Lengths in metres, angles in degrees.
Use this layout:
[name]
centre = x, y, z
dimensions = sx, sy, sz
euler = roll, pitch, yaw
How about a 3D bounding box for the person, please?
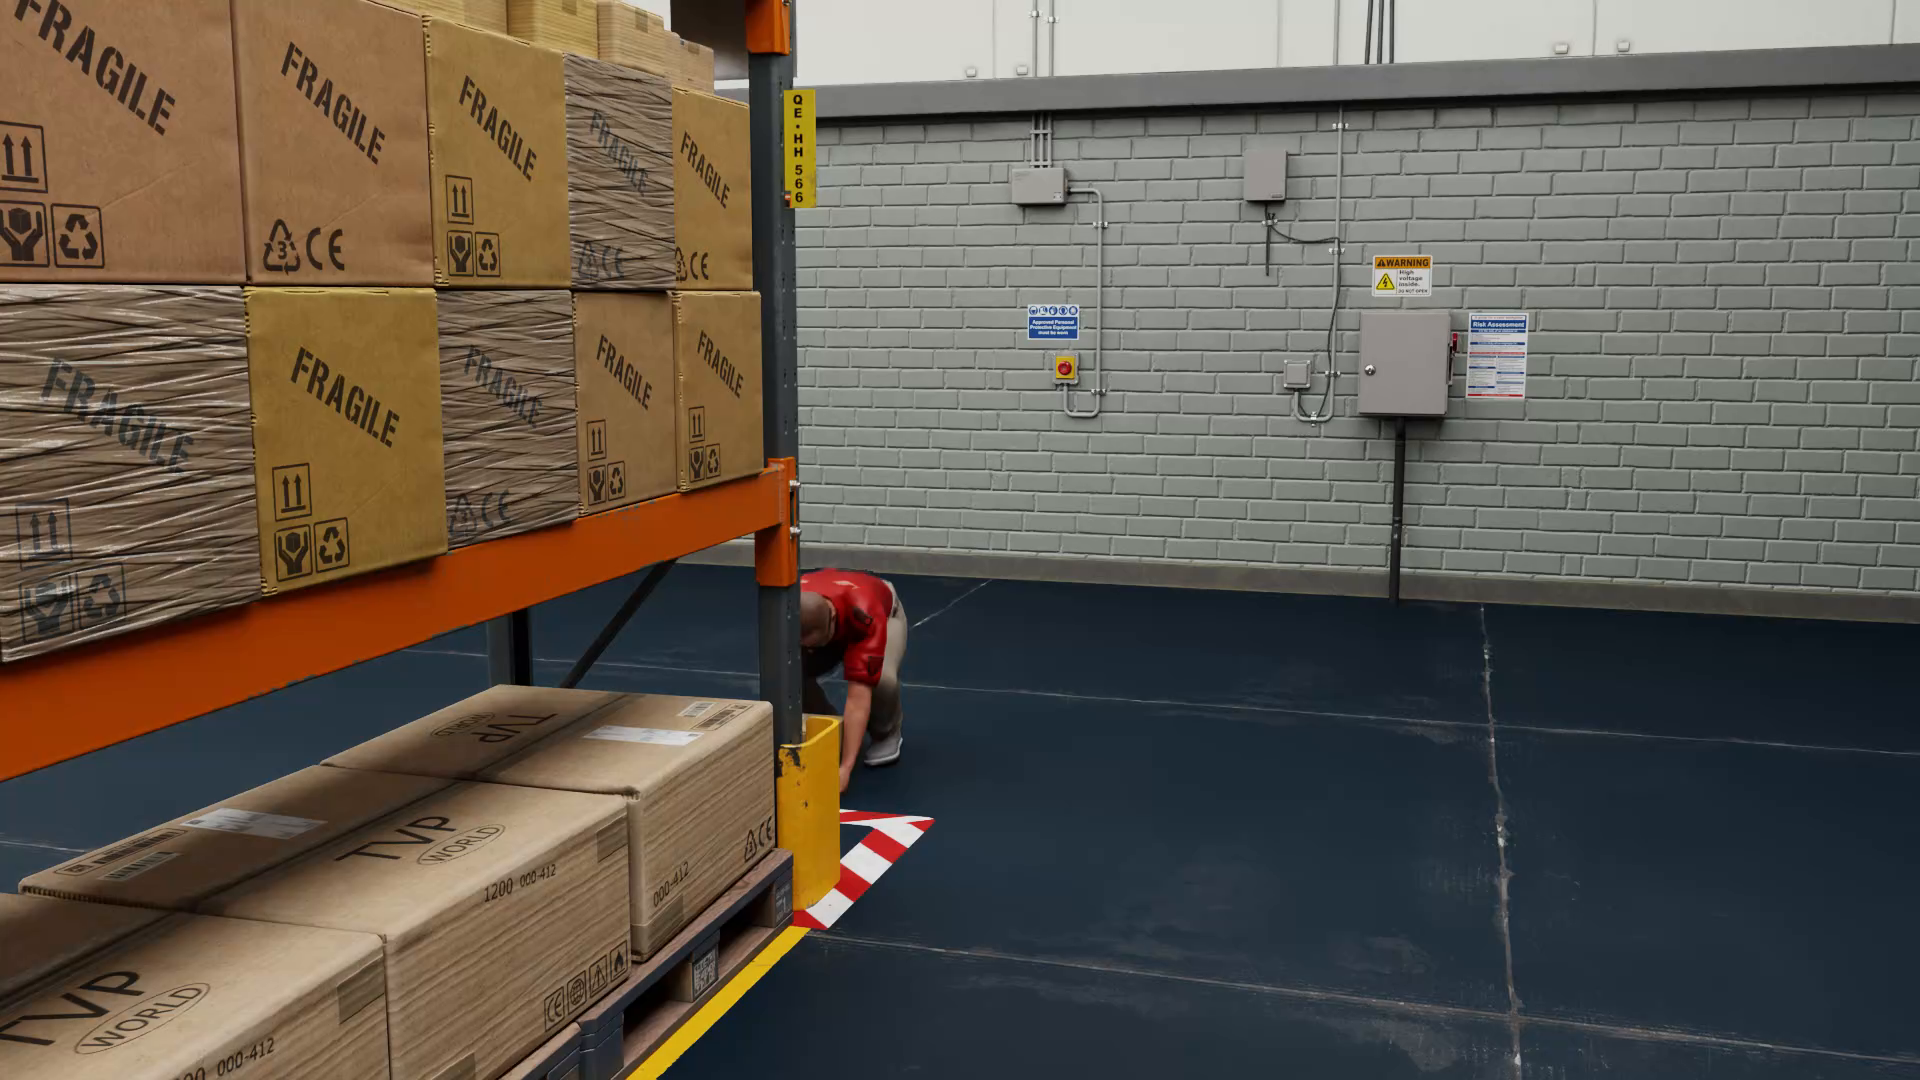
[person]
centre = -0.487, 0.503, 6.336
dimensions = 0.529, 0.789, 0.901
euler = 2, 9, 15
